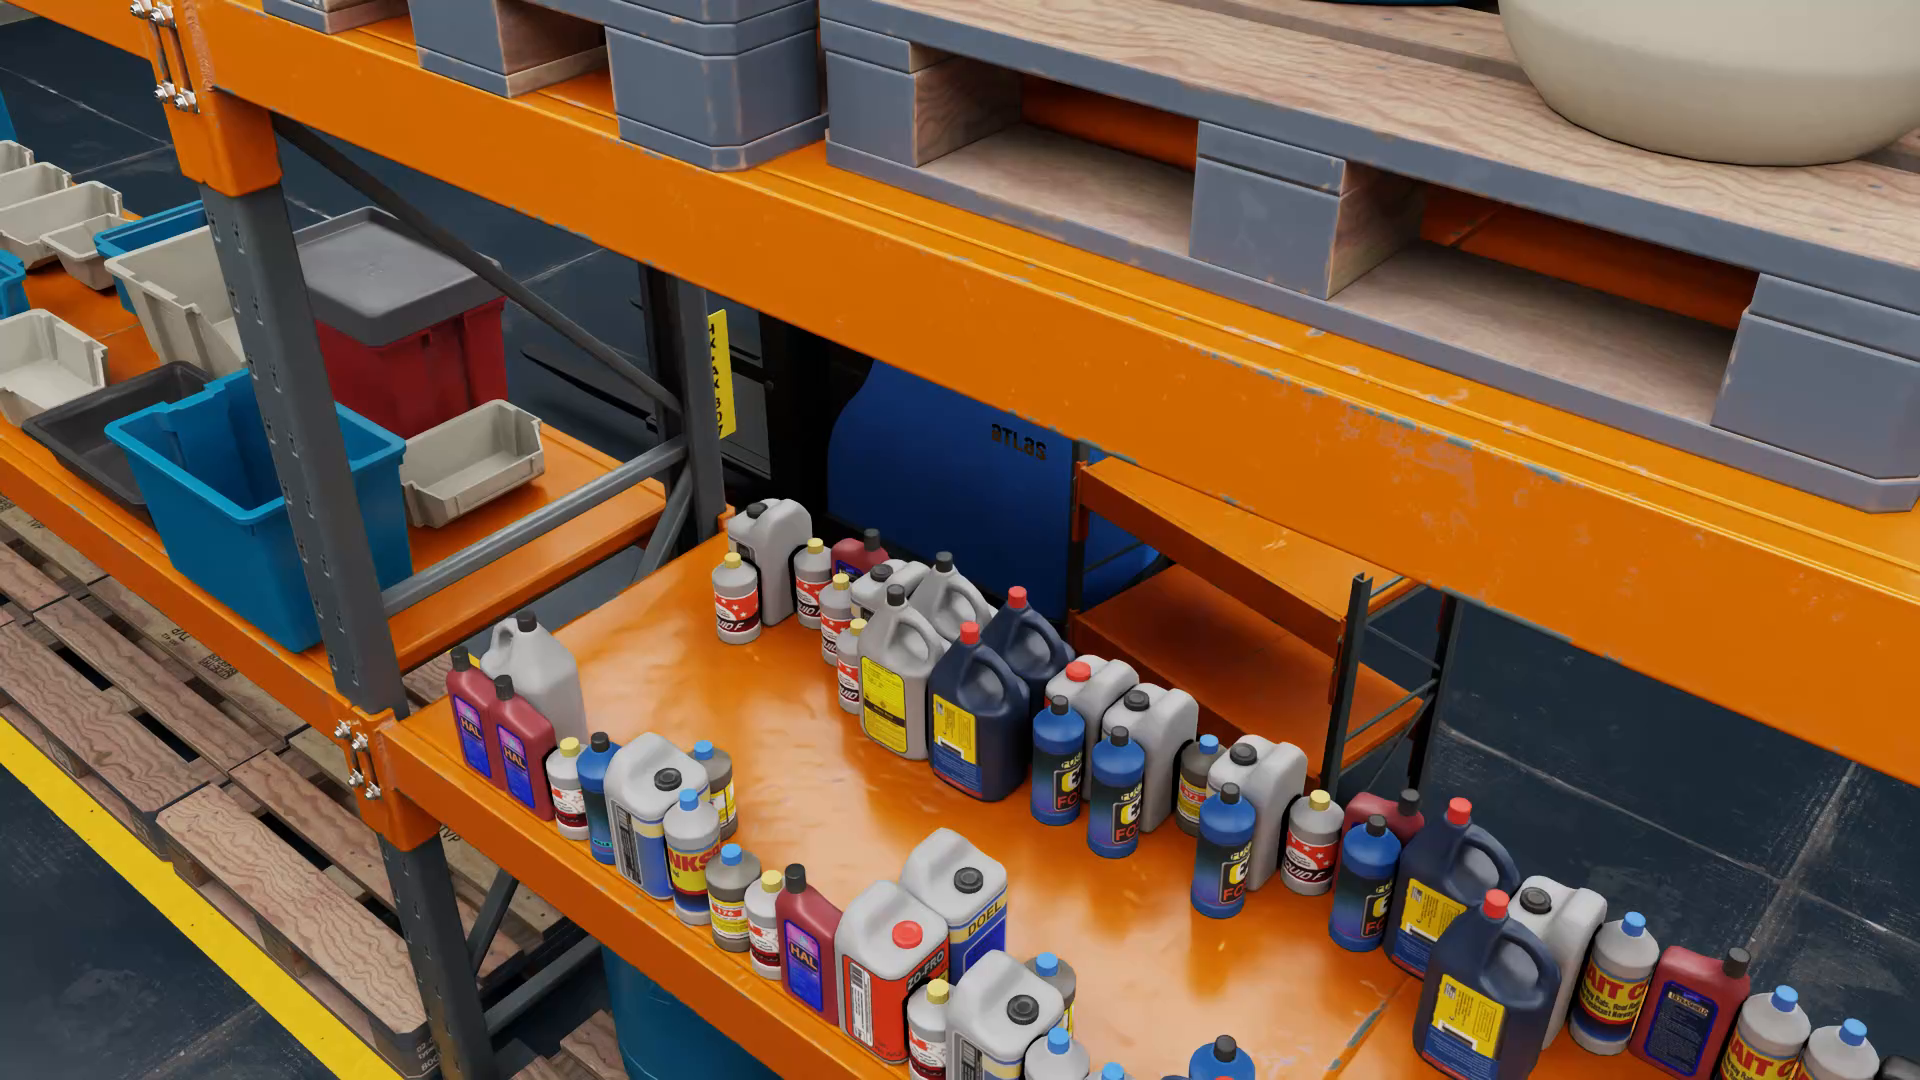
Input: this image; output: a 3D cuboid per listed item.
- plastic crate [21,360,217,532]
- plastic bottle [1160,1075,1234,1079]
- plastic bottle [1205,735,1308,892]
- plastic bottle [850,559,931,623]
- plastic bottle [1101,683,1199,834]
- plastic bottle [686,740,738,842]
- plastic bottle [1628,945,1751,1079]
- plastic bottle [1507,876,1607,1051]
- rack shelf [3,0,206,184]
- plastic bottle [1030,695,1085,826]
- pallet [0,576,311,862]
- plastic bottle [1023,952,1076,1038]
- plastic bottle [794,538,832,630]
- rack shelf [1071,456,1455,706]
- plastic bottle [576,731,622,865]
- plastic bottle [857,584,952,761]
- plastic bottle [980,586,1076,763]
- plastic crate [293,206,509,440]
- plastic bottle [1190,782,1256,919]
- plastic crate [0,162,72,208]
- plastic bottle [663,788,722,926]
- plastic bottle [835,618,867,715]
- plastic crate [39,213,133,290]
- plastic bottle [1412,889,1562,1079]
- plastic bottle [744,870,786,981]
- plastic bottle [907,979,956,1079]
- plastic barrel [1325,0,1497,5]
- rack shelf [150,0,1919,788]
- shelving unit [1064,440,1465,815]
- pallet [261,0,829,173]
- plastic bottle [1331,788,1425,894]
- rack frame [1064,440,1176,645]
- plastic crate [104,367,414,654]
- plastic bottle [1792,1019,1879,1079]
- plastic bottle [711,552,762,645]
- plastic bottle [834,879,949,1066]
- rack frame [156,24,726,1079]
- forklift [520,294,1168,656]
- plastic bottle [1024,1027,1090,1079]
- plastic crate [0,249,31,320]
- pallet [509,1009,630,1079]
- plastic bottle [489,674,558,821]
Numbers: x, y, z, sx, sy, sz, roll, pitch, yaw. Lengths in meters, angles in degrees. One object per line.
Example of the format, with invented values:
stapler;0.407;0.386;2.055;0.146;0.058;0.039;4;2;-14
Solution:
plastic crate;-1.962;-0.226;4.119;0.590;0.125;0.437;25;42;32
plastic bottle;0.342;0.877;2.367;0.185;0.351;0.144;25;42;32
plastic bottle;0.530;0.475;3.018;0.135;0.276;0.152;25;42;32
plastic bottle;-0.139;0.160;3.478;0.135;0.276;0.152;25;42;32
plastic bottle;0.352;0.391;3.141;0.135;0.276;0.152;25;42;32
plastic bottle;-0.471;0.461;3.105;0.097;0.201;0.097;0;34;0
plastic bottle;1.160;0.735;2.633;0.133;0.283;0.061;25;42;32
plastic bottle;0.953;0.674;2.728;0.135;0.276;0.152;25;42;32
rack shelf;-2.466;-1.690;4.048;4.000;0.370;1.077;25;42;32
plastic bottle;0.183;0.405;3.124;0.097;0.271;0.097;0;34;0
pallet;-2.461;0.432;5.434;1.213;0.211;1.003;25;42;32
plastic bottle;0.138;0.748;2.687;0.097;0.201;0.097;0;34;0
plastic bottle;-0.313;0.088;3.648;0.097;0.201;0.097;0;34;0
rack shelf;0.852;0.010;4.725;0.538;0.278;1.000;-25;42;-32
plastic bottle;-0.643;0.463;3.040;0.097;0.271;0.097;0;34;0
plastic bottle;-0.106;0.248;3.283;0.185;0.351;0.144;25;42;32
plastic bottle;0.128;0.252;3.277;0.185;0.351;0.144;25;42;32
plastic crate;-1.455;-0.510;4.233;0.583;0.464;0.402;25;42;32
plastic bottle;0.465;0.538;2.931;0.097;0.271;0.097;0;34;0
plastic crate;-3.047;-1.063;5.328;0.243;0.136;0.396;25;42;32
plastic bottle;-0.465;0.547;2.918;0.097;0.271;0.097;0;34;0
plastic bottle;-0.204;0.251;3.410;0.097;0.201;0.097;0;34;0
plastic crate;-2.578;-0.874;5.052;0.250;0.136;0.298;25;42;32
plastic bottle;0.839;0.699;2.626;0.185;0.351;0.144;25;42;32
plastic bottle;-0.315;0.646;2.835;0.097;0.201;0.097;0;34;0
plastic bottle;-0.034;0.779;2.642;0.097;0.201;0.097;0;34;0
plastic barrel;0.480;-1.091;1.725;0.708;0.901;0.600;25;42;32
rack shelf;0.608;-0.242;1.938;4.000;0.370;1.077;25;42;32
shelving unit;0.852;0.251;4.891;0.538;1.125;1.048;-25;42;-32
pallet;-0.264;-0.943;2.491;1.003;0.211;1.213;25;42;32
plastic bottle;0.737;0.536;2.923;0.133;0.283;0.061;25;42;32
rack frame;0.527;0.030;5.213;0.500;1.125;0.032;-25;42;-32
plastic crate;-1.506;-0.065;3.656;0.575;0.384;0.392;25;42;32
plastic bottle;1.312;0.825;2.513;0.097;0.271;0.097;0;34;0
plastic bottle;-0.485;0.119;3.603;0.097;0.201;0.097;0;34;0
plastic bottle;-0.106;0.694;2.700;0.135;0.276;0.152;25;42;32
rack frame;-0.929;-0.026;3.638;0.127;3.000;1.000;25;42;32
forklift;-0.486;-1.435;5.751;3.031;2.935;1.130;25;42;32
plastic bottle;0.144;0.834;2.500;0.097;0.271;0.097;0;34;0
plastic crate;-2.782;-0.612;4.587;0.300;0.233;0.416;25;42;32
pallet;-0.363;1.421;3.994;1.213;0.211;1.003;25;42;32
plastic bottle;-0.818;0.389;3.137;0.133;0.283;0.061;25;42;32
